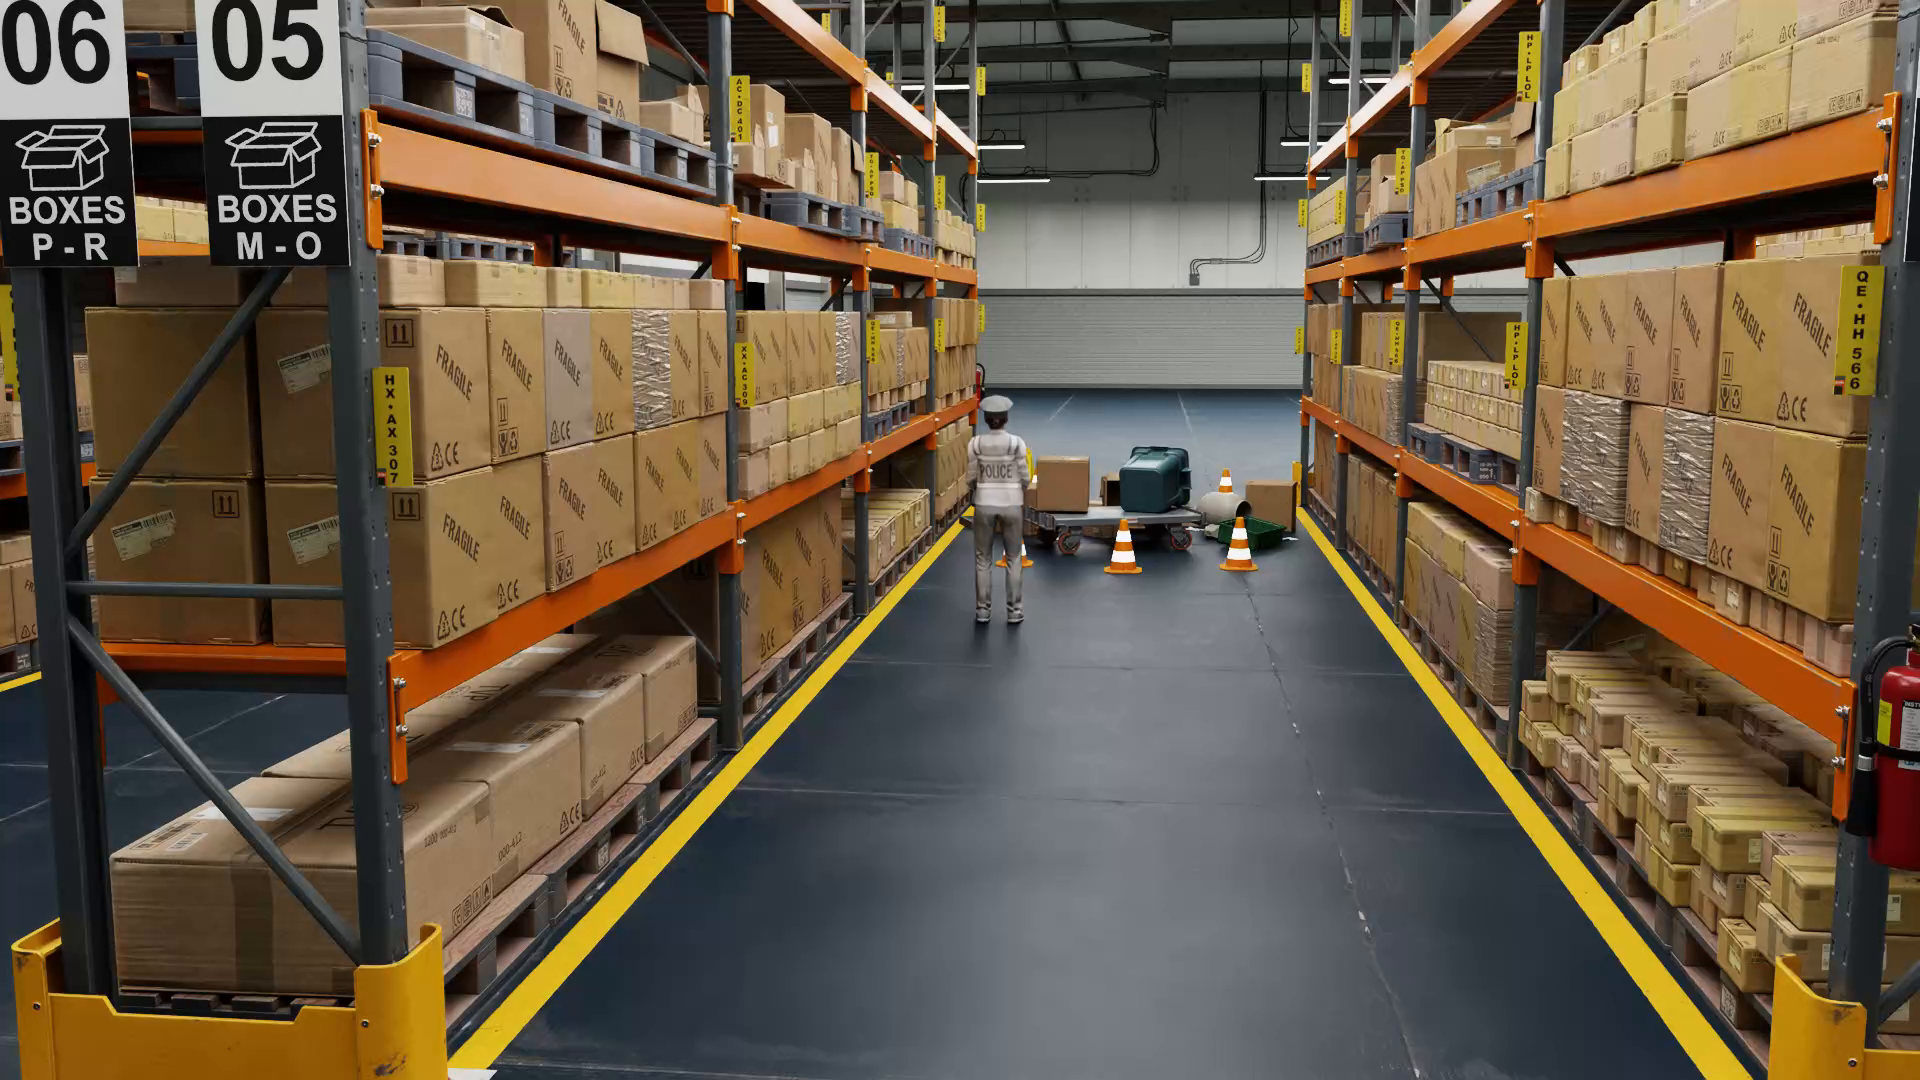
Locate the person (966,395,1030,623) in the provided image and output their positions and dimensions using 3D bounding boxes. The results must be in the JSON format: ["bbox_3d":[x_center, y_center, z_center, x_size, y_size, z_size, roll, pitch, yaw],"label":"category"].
[{"bbox_3d":[0.287,-0.236,12.422,0.482,1.692,0.517,1,8,6],"label":"person"}]
